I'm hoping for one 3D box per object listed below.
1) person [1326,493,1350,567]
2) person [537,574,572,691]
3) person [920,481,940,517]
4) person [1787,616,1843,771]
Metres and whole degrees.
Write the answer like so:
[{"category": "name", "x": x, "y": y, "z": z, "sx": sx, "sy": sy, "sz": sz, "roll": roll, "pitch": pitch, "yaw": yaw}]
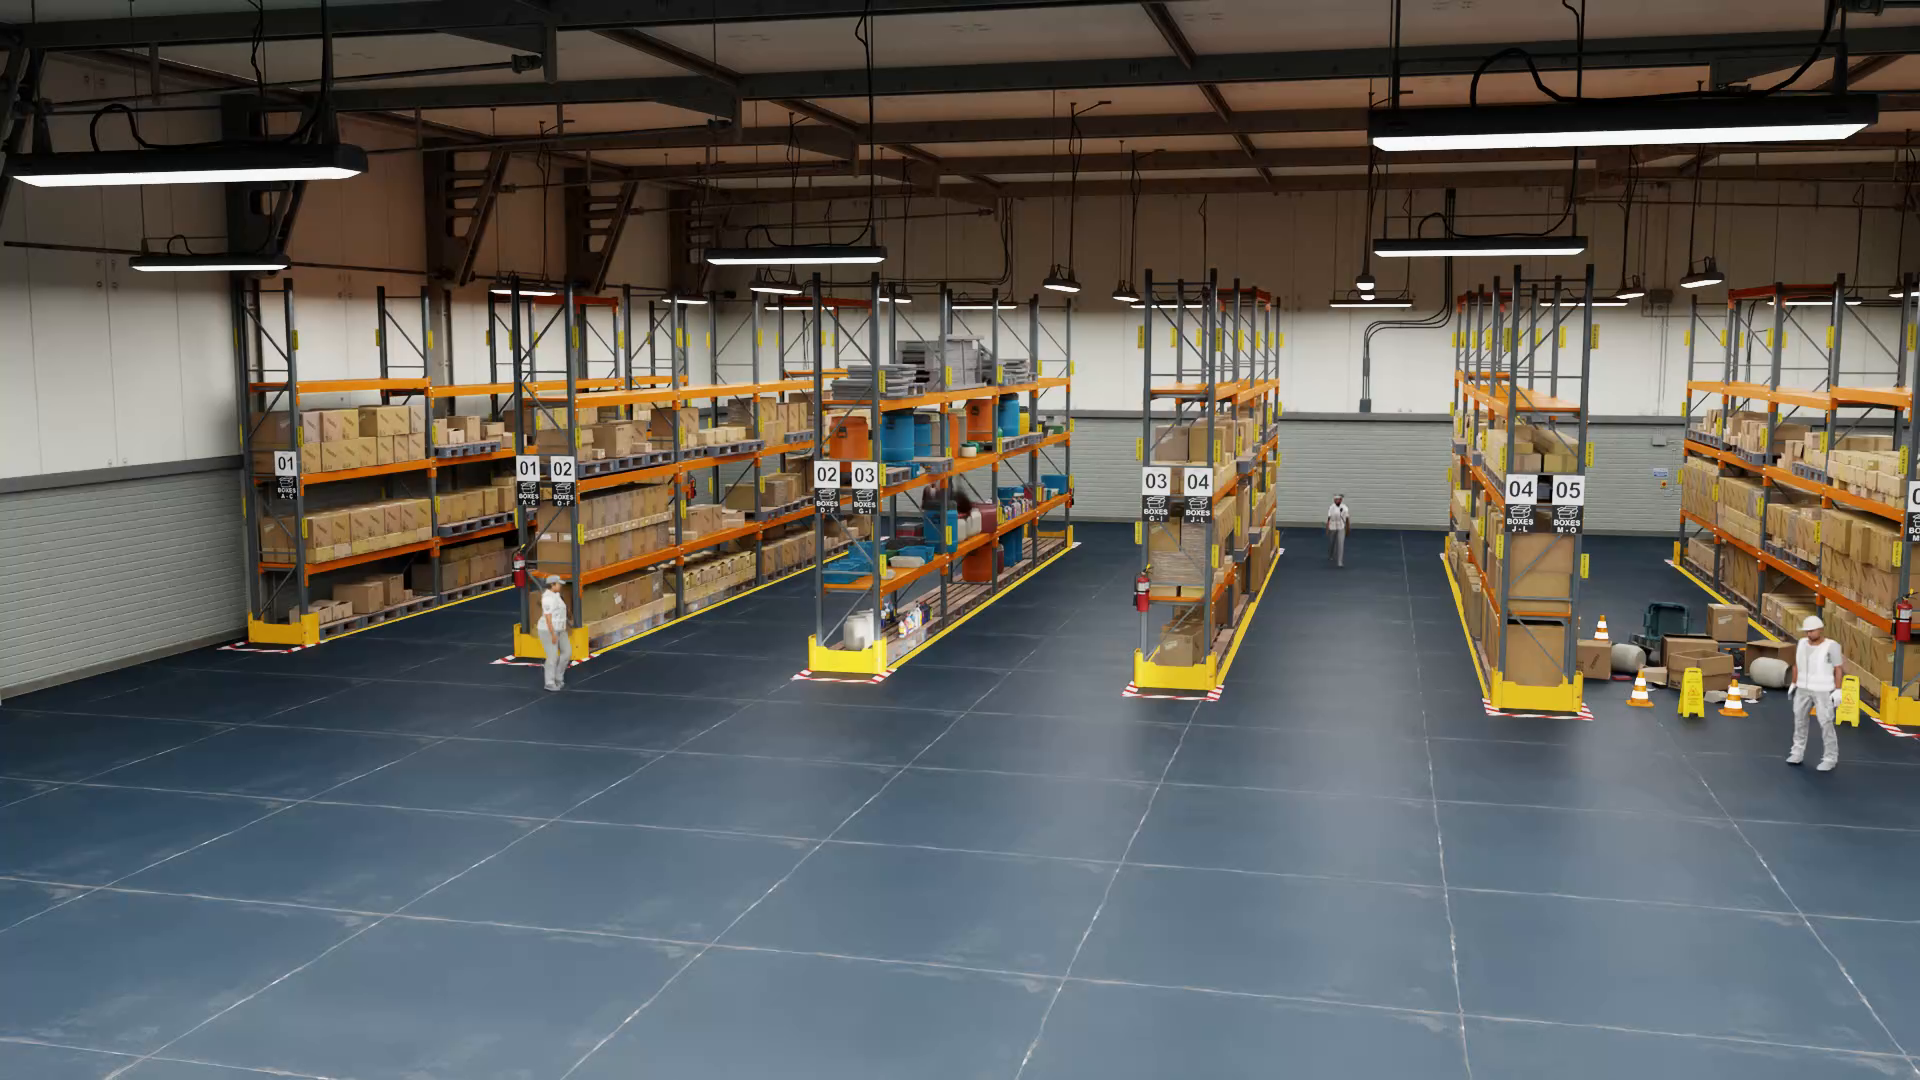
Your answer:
[{"category": "person", "x": 8.398, "y": -0.245, "z": 37.001, "sx": 0.524, "sy": 1.632, "sz": 0.939, "roll": 1, "pitch": 7, "yaw": 8}, {"category": "person", "x": -5.874, "y": 1.344, "z": 23.942, "sx": 0.407, "sy": 1.708, "sz": 0.544, "roll": 2, "pitch": 7, "yaw": 13}, {"category": "person", "x": -0.639, "y": -0.620, "z": 40.574, "sx": 0.704, "sy": 1.553, "sz": 1.076, "roll": 0, "pitch": 7, "yaw": 3}, {"category": "person", "x": 10.042, "y": 1.771, "z": 19.577, "sx": 0.408, "sy": 1.780, "sz": 0.636, "roll": -4, "pitch": 8, "yaw": -28}]
